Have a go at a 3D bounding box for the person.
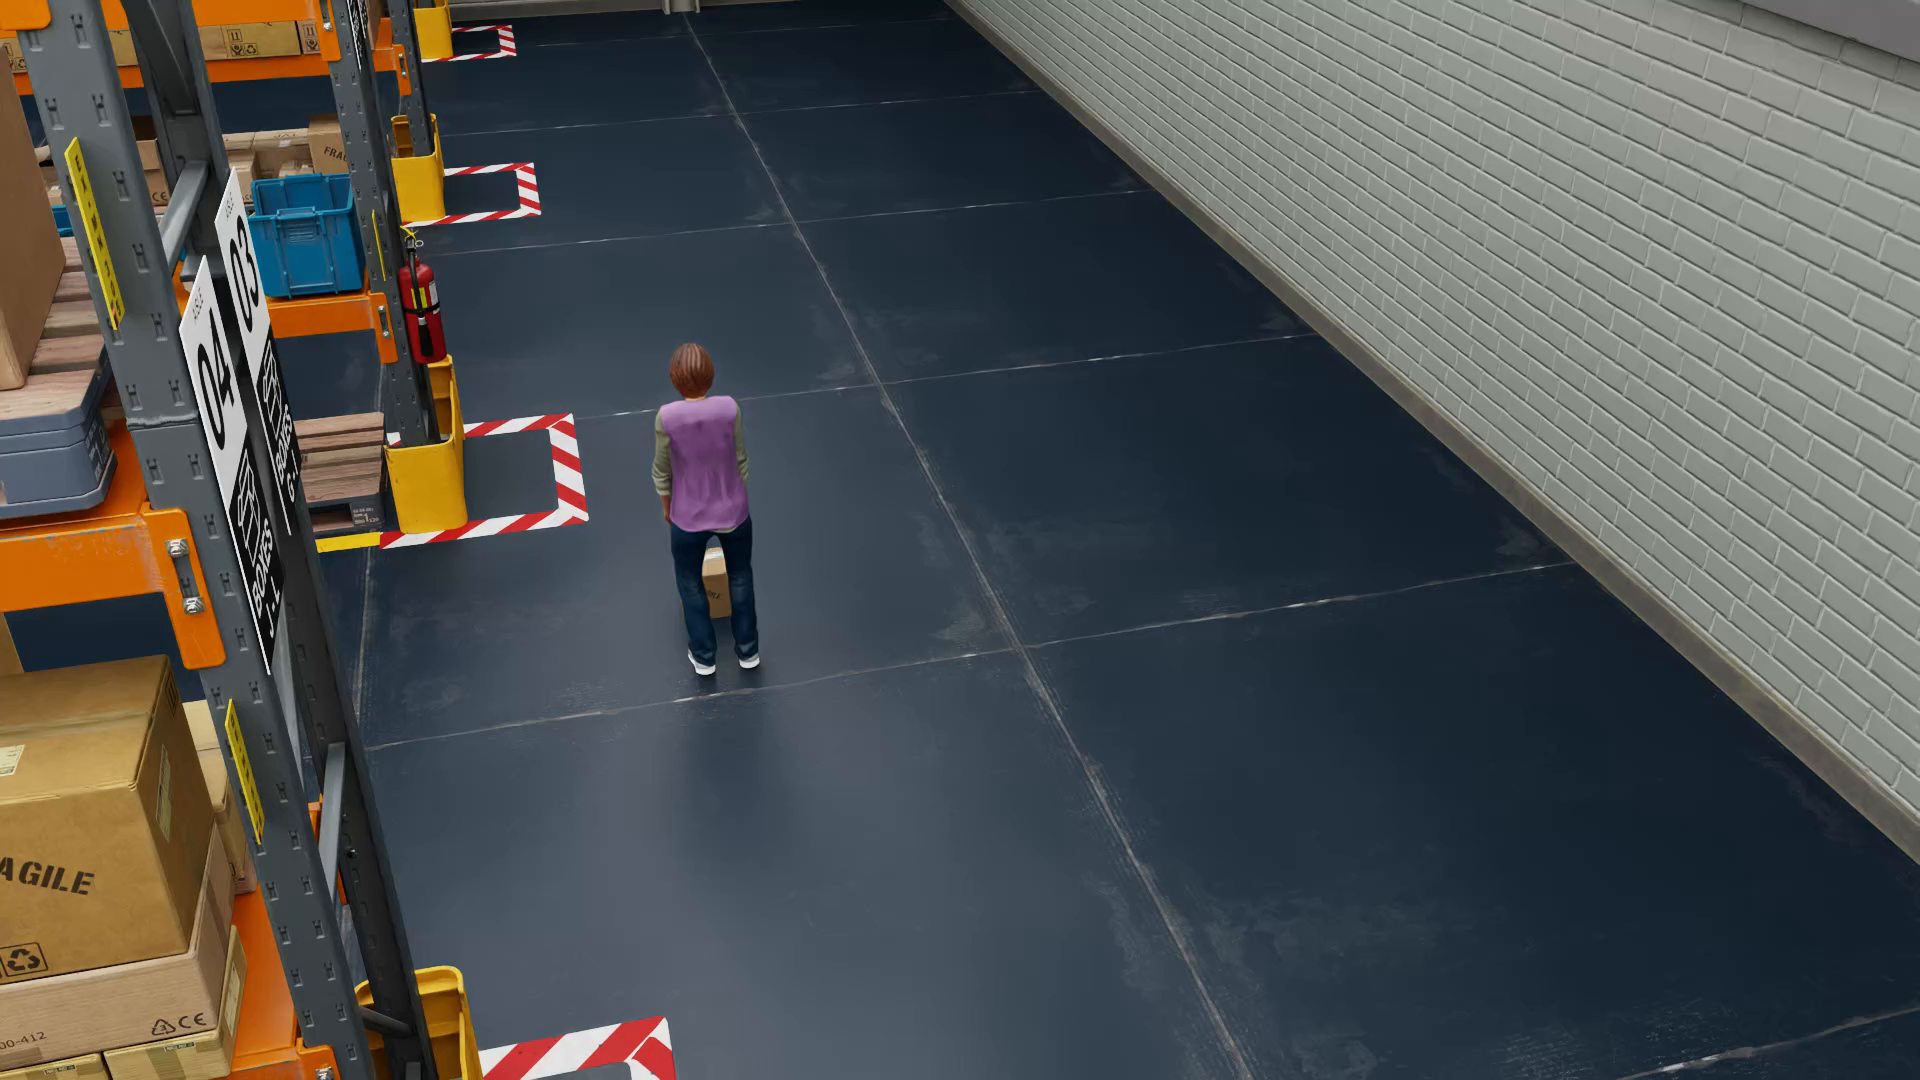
[{"bbox_3d":[-1.129,-0.110,7.359,0.420,1.573,0.353,-7,31,-12],"label":"person"}]
